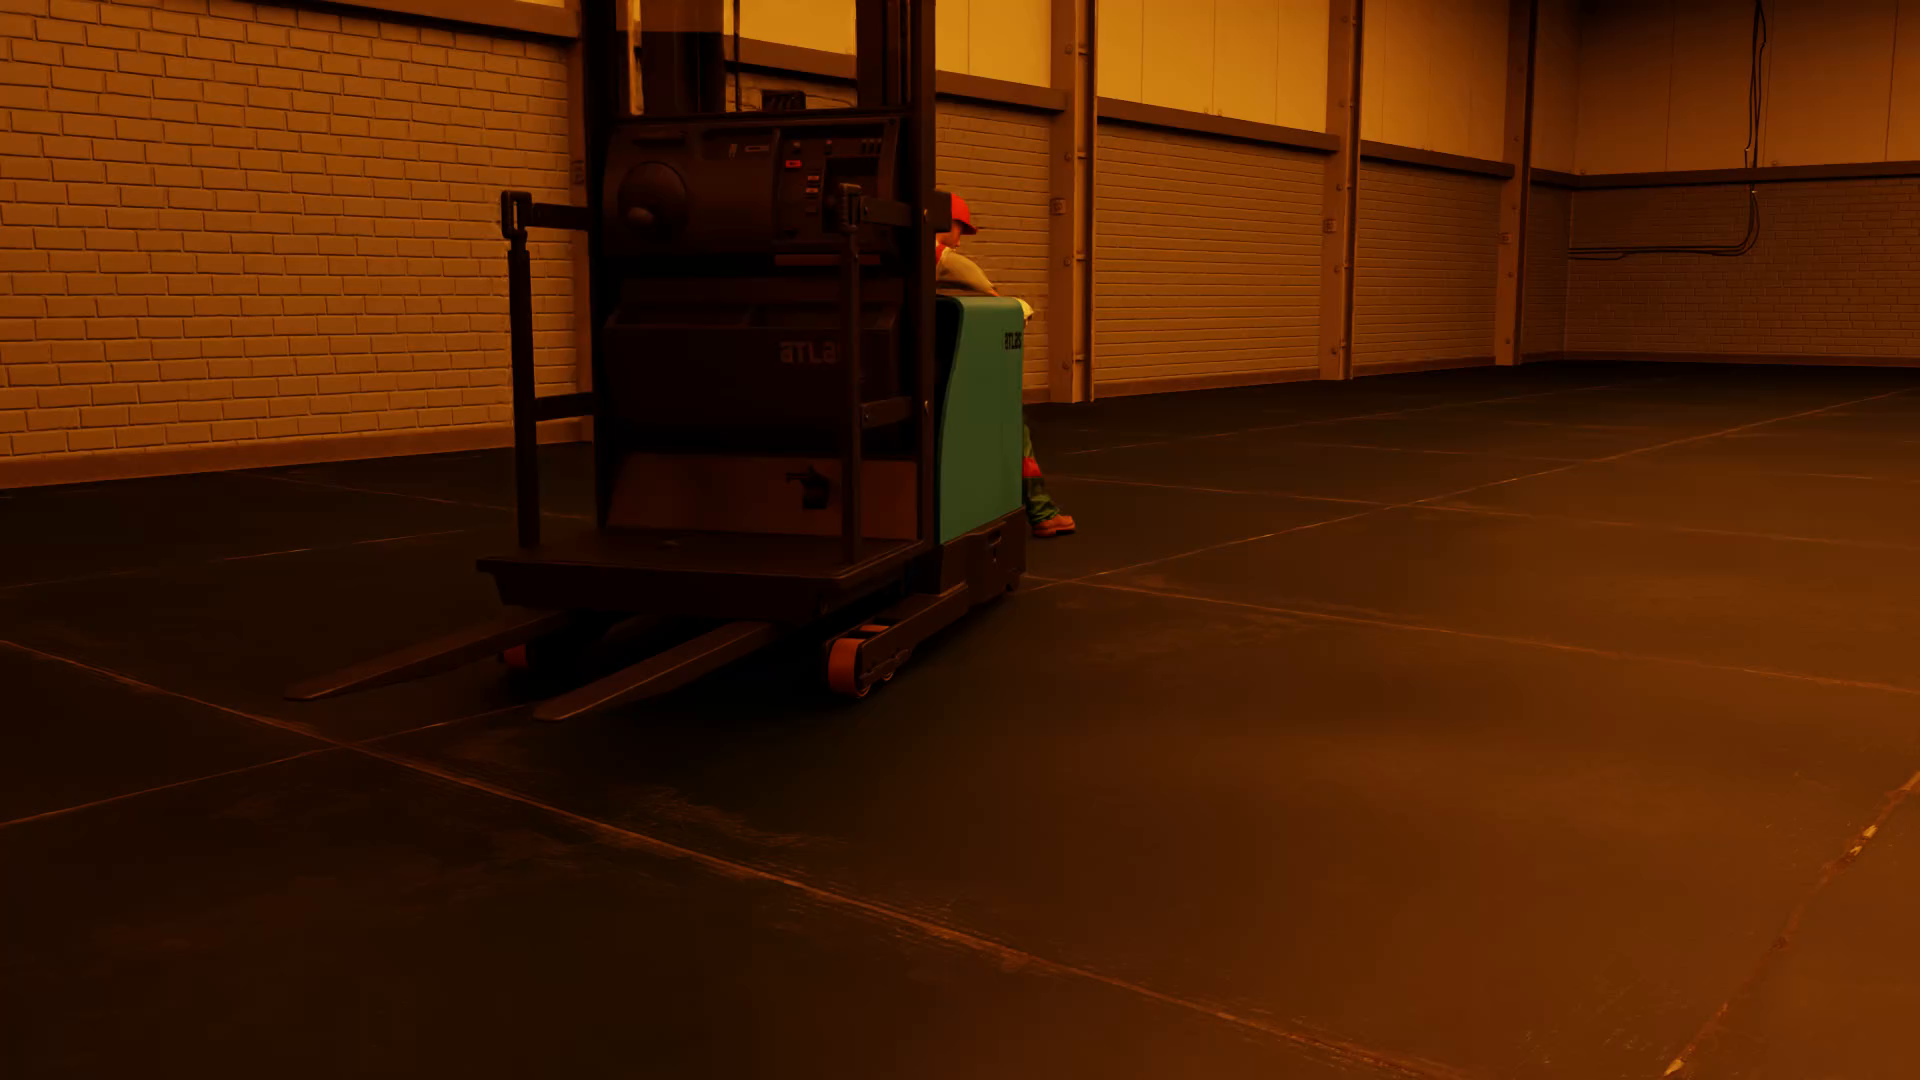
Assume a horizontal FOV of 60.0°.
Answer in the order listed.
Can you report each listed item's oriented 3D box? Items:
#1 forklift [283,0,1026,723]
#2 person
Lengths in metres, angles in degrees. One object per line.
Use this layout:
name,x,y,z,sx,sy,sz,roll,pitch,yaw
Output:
forklift,-0.685,-1.088,4.715,1.130,2.935,3.031,3,9,17
person,-0.067,-0.836,7.773,0.692,1.548,1.229,-7,11,-39
